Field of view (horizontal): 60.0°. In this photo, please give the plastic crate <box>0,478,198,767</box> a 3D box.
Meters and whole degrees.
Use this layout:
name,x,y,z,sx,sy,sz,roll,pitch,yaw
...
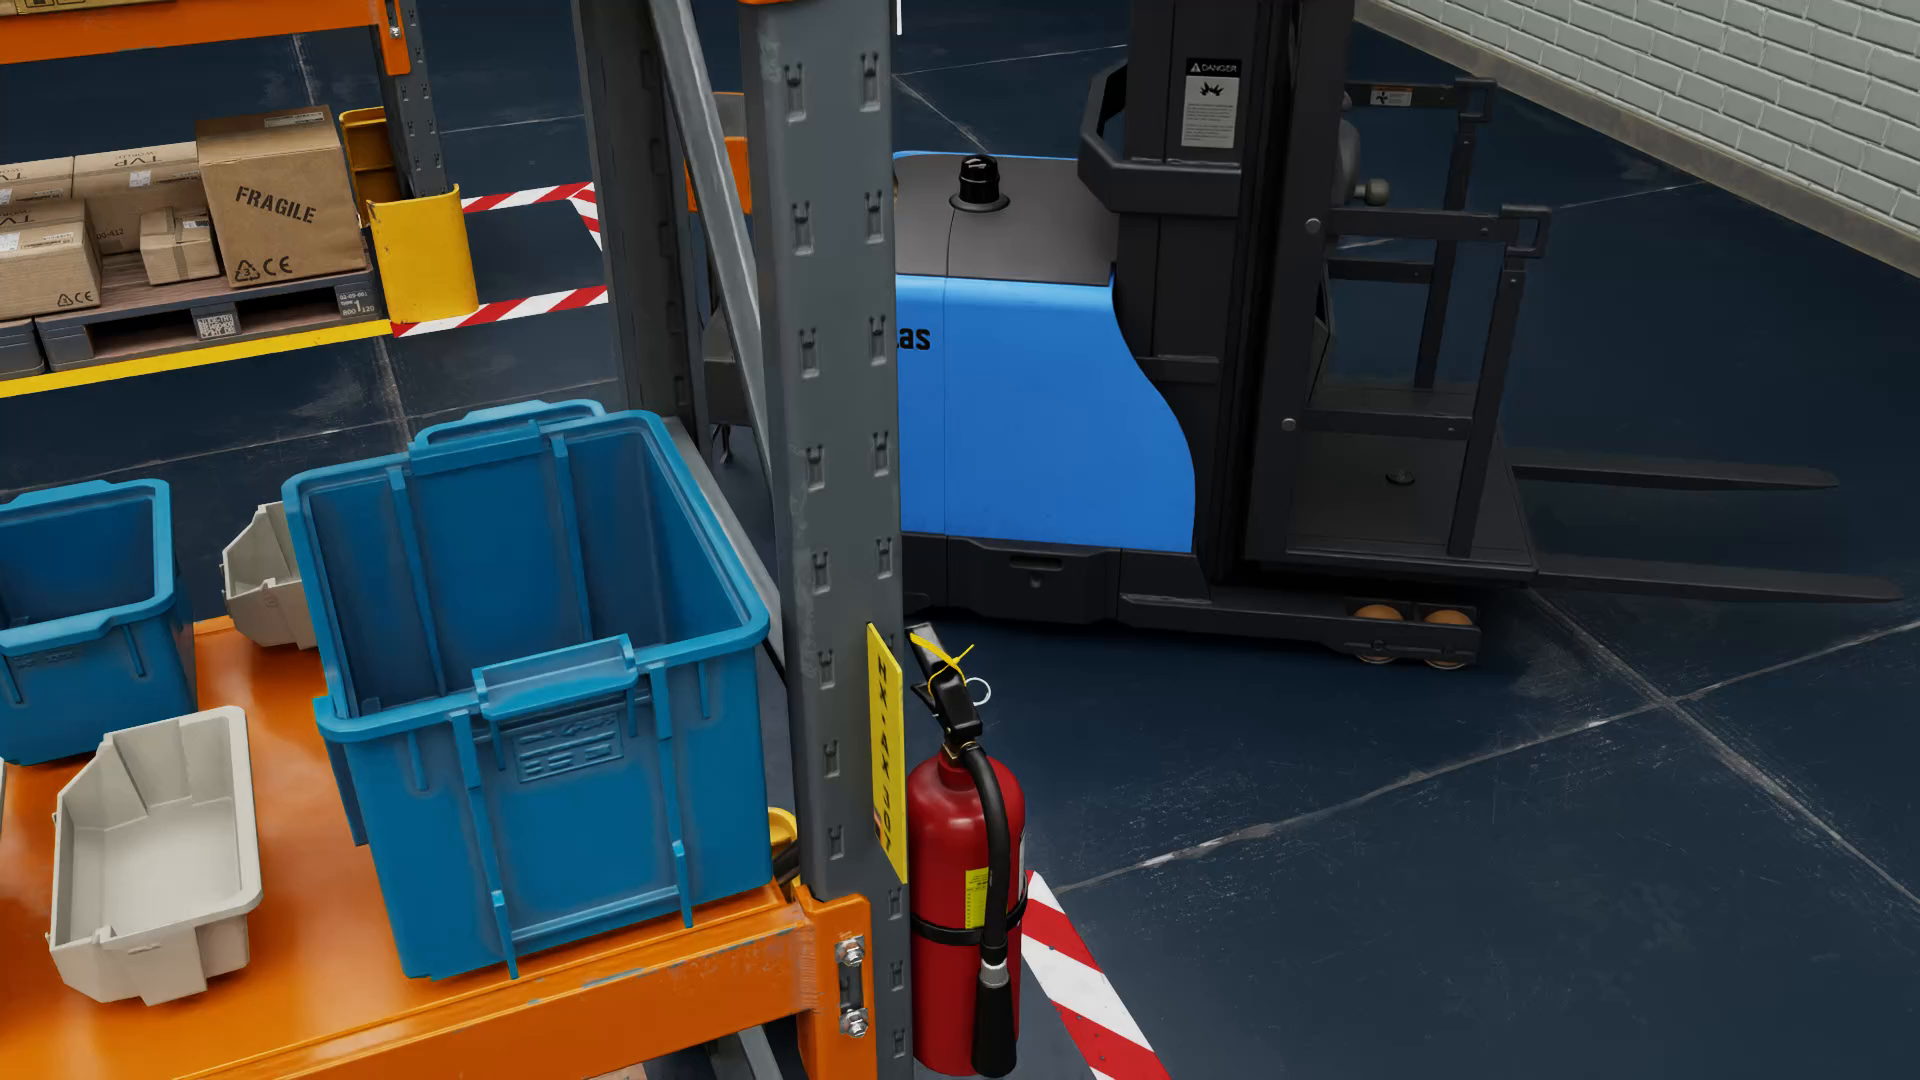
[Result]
name,x,y,z,sx,sy,sz,roll,pitch,yaw
plastic crate,-1.275,0.121,2.412,0.300,0.233,0.416,-13,35,-19

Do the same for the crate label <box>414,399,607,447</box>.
name,x,y,z,sx,sy,sz,roll,pitch,yaw
crate label,-0.668,-0.018,2.625,0.303,0.233,0.416,-13,35,-19

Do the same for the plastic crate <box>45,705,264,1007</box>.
name,x,y,z,sx,sy,sz,roll,pitch,yaw
plastic crate,-0.995,0.399,2.073,0.243,0.136,0.396,-13,35,-19

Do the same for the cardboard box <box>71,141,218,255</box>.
name,x,y,z,sx,sy,sz,roll,pitch,yaw
cardboard box,-3.299,-1.395,6.762,0.500,0.250,0.500,-13,35,-19

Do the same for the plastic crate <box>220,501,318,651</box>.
name,x,y,z,sx,sy,sz,roll,pitch,yaw
plastic crate,-0.996,0.049,2.612,0.298,0.136,0.250,-13,35,-19

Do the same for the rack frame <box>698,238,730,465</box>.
name,x,y,z,sx,sy,sz,roll,pitch,yaw
rack frame,-0.822,-1.074,4.975,0.015,2.100,0.400,4,33,6

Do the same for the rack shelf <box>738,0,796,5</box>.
name,x,y,z,sx,sy,sz,roll,pitch,yaw
rack shelf,-2.157,-0.483,1.151,4.000,0.370,1.077,-13,35,-19

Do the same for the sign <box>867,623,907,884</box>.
name,x,y,z,sx,sy,sz,roll,pitch,yaw
sign,-0.085,0.255,1.957,0.005,0.325,0.100,-13,35,-19

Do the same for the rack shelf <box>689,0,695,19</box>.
name,x,y,z,sx,sy,sz,roll,pitch,yaw
rack shelf,-0.580,-1.632,4.575,0.480,0.518,0.431,4,33,6

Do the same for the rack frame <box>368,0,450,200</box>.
name,x,y,z,sx,sy,sz,roll,pitch,yaw
rack frame,-2.227,-2.441,6.251,0.127,3.000,1.000,-13,35,-19

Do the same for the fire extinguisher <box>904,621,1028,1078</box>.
name,x,y,z,sx,sy,sz,roll,pitch,yaw
fire extinguisher,0.002,0.436,2.242,0.183,0.674,0.296,-13,35,-19

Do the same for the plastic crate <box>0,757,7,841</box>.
name,x,y,z,sx,sy,sz,roll,pitch,yaw
plastic crate,-1.268,0.453,1.990,0.243,0.136,0.396,-13,35,-19

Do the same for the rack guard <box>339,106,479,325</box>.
name,x,y,z,sx,sy,sz,roll,pitch,yaw
rack guard,-2.297,-1.377,6.908,0.348,0.500,1.175,-13,35,-19

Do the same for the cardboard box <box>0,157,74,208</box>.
name,x,y,z,sx,sy,sz,roll,pitch,yaw
cardboard box,-3.760,-1.290,6.599,0.500,0.250,0.500,-13,35,-19

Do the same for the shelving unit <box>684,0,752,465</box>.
name,x,y,z,sx,sy,sz,roll,pitch,yaw
shelving unit,-0.580,-1.057,4.949,0.503,2.100,0.431,4,33,6

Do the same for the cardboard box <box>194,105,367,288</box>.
name,x,y,z,sx,sy,sz,roll,pitch,yaw
cardboard box,-2.633,-1.339,6.446,0.500,0.500,0.500,-13,35,-19

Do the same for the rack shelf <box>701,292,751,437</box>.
name,x,y,z,sx,sy,sz,roll,pitch,yaw
rack shelf,-0.580,-0.459,5.338,0.480,0.518,0.431,4,33,6

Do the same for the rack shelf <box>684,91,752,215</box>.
name,x,y,z,sx,sy,sz,roll,pitch,yaw
rack shelf,-0.580,-1.046,4.957,0.480,0.518,0.431,4,33,6

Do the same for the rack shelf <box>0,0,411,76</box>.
name,x,y,z,sx,sy,sz,roll,pitch,yaw
rack shelf,-4.071,-1.717,5.798,4.000,0.370,1.077,-13,35,-19

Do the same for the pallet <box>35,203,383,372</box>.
name,x,y,z,sx,sy,sz,roll,pitch,yaw
pallet,-3.032,-1.087,6.728,1.213,0.211,1.003,-13,35,-19

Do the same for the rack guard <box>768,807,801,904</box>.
name,x,y,z,sx,sy,sz,roll,pitch,yaw
rack guard,-0.296,1.087,3.121,0.348,0.500,1.175,-13,35,-19

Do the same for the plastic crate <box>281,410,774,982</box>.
name,x,y,z,sx,sy,sz,roll,pitch,yaw
plastic crate,-0.550,0.175,2.143,0.499,0.435,0.616,-13,35,-19

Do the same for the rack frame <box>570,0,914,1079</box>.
name,x,y,z,sx,sy,sz,roll,pitch,yaw
rack frame,-0.313,0.051,2.422,0.127,3.000,1.000,-13,35,-19

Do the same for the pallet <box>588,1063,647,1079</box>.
name,x,y,z,sx,sy,sz,roll,pitch,yaw
pallet,-1.089,1.374,2.945,1.213,0.211,1.003,-13,35,-19

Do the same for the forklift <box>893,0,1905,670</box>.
name,x,y,z,sx,sy,sz,roll,pitch,yaw
forklift,1.160,-1.174,4.366,3.031,2.935,1.130,4,33,7

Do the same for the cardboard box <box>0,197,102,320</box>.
name,x,y,z,sx,sy,sz,roll,pitch,yaw
cardboard box,-3.521,-1.049,6.229,0.500,0.250,0.500,-13,35,-19

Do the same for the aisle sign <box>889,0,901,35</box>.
name,x,y,z,sx,sy,sz,roll,pitch,yaw
aisle sign,-0.133,-0.907,1.510,0.004,0.787,0.394,-13,35,-19

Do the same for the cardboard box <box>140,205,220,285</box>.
name,x,y,z,sx,sy,sz,roll,pitch,yaw
cardboard box,-3.042,-1.159,6.475,0.250,0.166,0.380,-13,35,-19

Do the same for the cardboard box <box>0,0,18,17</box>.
name,x,y,z,sx,sy,sz,roll,pitch,yaw
cardboard box,-3.474,-2.038,5.540,0.500,0.500,0.500,-13,35,-19

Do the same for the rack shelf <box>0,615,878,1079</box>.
name,x,y,z,sx,sy,sz,roll,pitch,yaw
rack shelf,-2.157,0.774,1.969,4.000,0.370,1.077,-13,35,-19

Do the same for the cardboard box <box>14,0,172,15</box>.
name,x,y,z,sx,sy,sz,roll,pitch,yaw
cardboard box,-3.012,-2.140,5.697,0.500,0.500,0.500,-13,35,-19

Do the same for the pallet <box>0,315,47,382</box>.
name,x,y,z,sx,sy,sz,roll,pitch,yaw
pallet,-4.155,-0.832,6.335,1.213,0.211,1.003,-13,35,-19
